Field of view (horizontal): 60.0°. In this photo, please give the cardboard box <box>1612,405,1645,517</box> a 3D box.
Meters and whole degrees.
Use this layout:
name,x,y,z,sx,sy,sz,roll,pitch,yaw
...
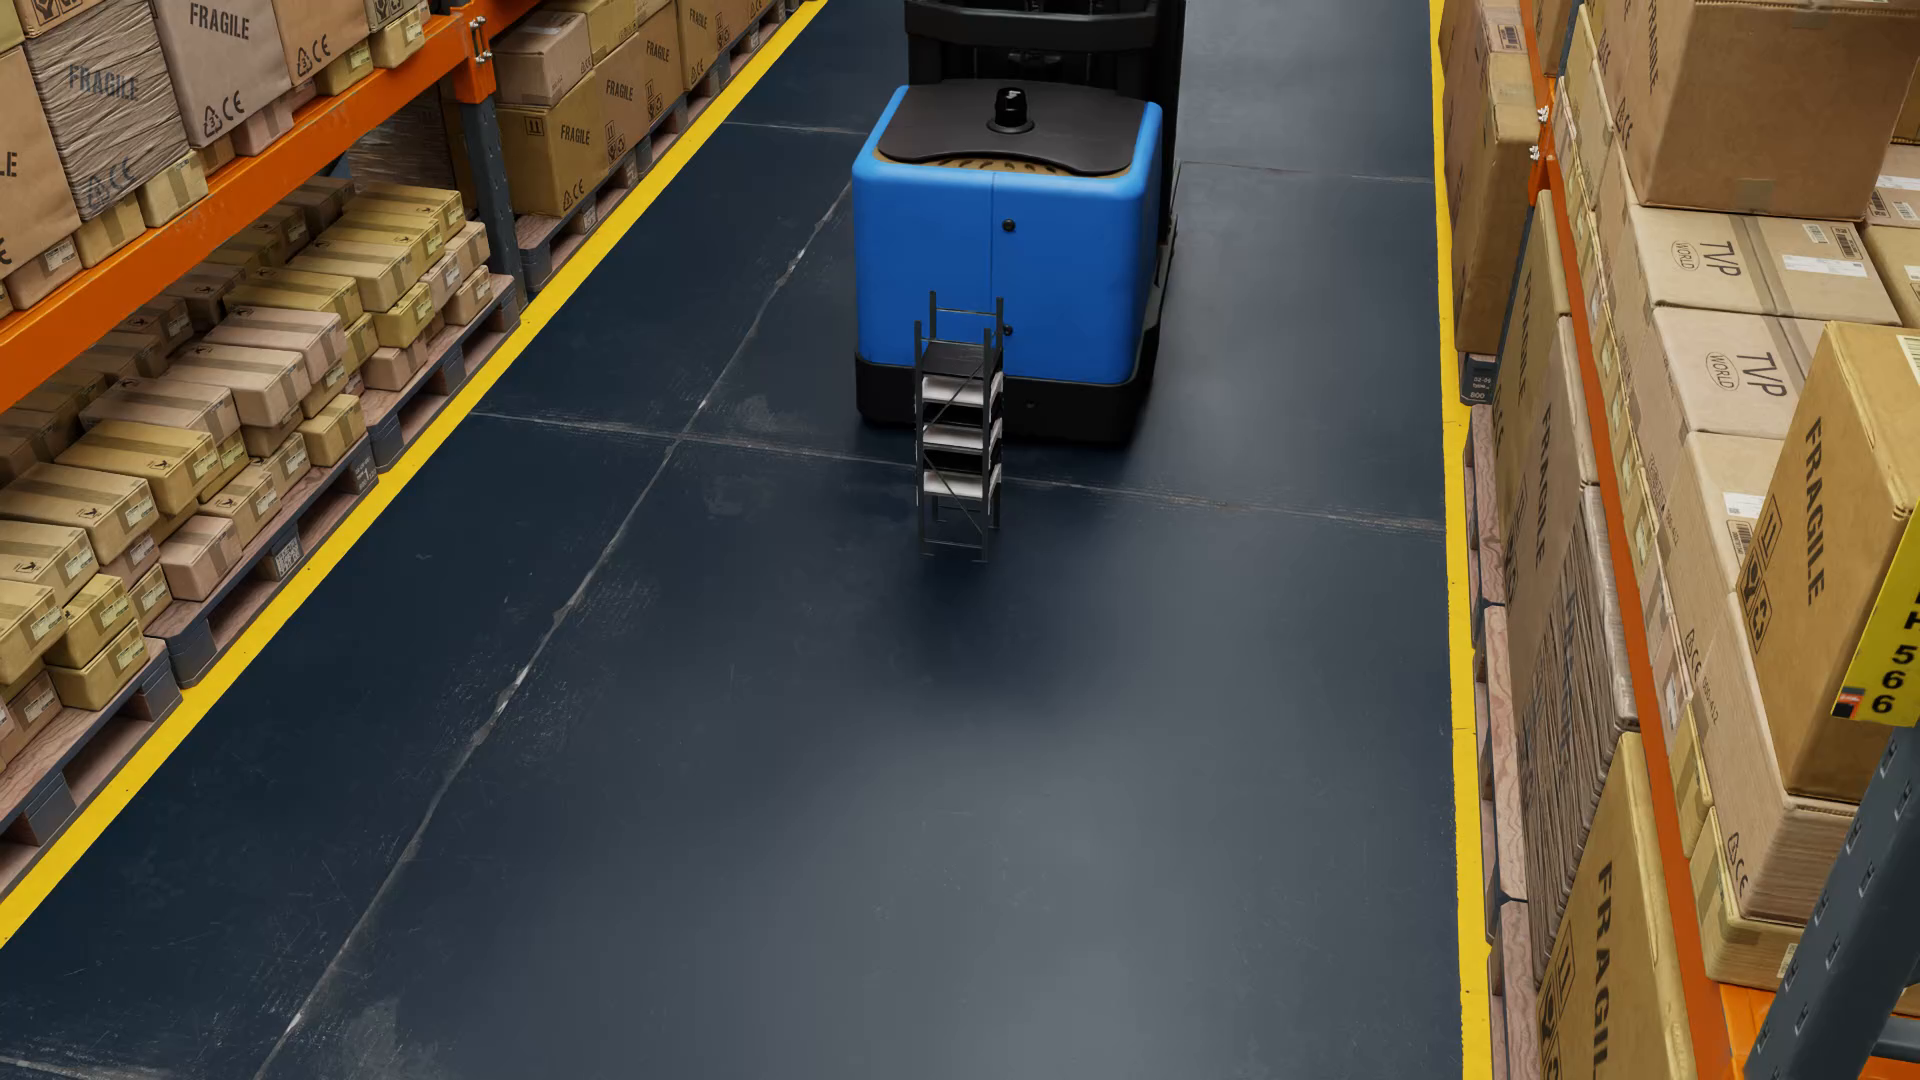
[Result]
name,x,y,z,sx,sy,sz,roll,pitch,yaw
cardboard box,1.644,-0.152,3.618,0.380,0.149,0.250,7,37,10

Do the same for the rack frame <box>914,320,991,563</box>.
name,x,y,z,sx,sy,sz,roll,pitch,yaw
rack frame,-0.023,-0.301,5.399,0.240,0.900,0.006,7,37,10

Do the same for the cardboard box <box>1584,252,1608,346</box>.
name,x,y,z,sx,sy,sz,roll,pitch,yaw
cardboard box,1.808,-0.595,4.229,0.380,0.149,0.250,8,37,11

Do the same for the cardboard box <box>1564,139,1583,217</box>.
name,x,y,z,sx,sy,sz,roll,pitch,yaw
cardboard box,1.973,-1.036,4.838,0.380,0.149,0.250,8,37,11

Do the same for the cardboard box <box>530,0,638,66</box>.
name,x,y,z,sx,sy,sz,roll,pitch,yaw
cardboard box,-1.824,-2.405,7.645,0.500,0.250,0.500,8,37,11

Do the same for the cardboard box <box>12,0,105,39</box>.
name,x,y,z,sx,sy,sz,roll,pitch,yaw
cardboard box,-2.510,-1.622,4.241,0.500,0.500,0.500,6,36,8

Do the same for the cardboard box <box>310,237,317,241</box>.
name,x,y,z,sx,sy,sz,roll,pitch,yaw
cardboard box,-2.741,-1.216,6.689,0.380,0.149,0.250,9,37,12

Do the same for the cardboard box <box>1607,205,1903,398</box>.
name,x,y,z,sx,sy,sz,roll,pitch,yaw
cardboard box,1.787,-0.527,3.795,0.500,0.250,0.500,7,37,10

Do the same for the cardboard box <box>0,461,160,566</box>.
name,x,y,z,sx,sy,sz,roll,pitch,yaw
cardboard box,-2.601,-0.080,4.869,0.380,0.149,0.250,9,37,12

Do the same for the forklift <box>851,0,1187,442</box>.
name,x,y,z,sx,sy,sz,roll,pitch,yaw
forklift,0.380,-2.406,6.572,1.130,2.935,3.031,6,36,8

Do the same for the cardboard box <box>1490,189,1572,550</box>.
name,x,y,z,sx,sy,sz,roll,pitch,yaw
cardboard box,2.254,-0.509,5.349,0.875,0.875,0.875,7,37,10

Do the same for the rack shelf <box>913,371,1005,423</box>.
name,x,y,z,sx,sy,sz,roll,pitch,yaw
rack shelf,-0.002,-0.478,5.393,0.258,0.077,0.200,7,37,10

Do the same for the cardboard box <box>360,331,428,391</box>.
name,x,y,z,sx,sy,sz,roll,pitch,yaw
cardboard box,-2.232,-0.697,6.227,0.380,0.149,0.250,6,36,8

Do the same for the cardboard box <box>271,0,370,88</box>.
name,x,y,z,sx,sy,sz,roll,pitch,yaw
cardboard box,-2.290,-1.798,5.336,0.500,0.500,0.500,6,36,9

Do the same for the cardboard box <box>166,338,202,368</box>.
name,x,y,z,sx,sy,sz,roll,pitch,yaw
cardboard box,-2.866,-0.606,5.848,0.380,0.149,0.250,9,37,12

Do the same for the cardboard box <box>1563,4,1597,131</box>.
name,x,y,z,sx,sy,sz,roll,pitch,yaw
cardboard box,2.117,-1.391,4.987,0.500,0.250,0.500,7,36,9

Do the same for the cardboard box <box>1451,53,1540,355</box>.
name,x,y,z,sx,sy,sz,roll,pitch,yaw
cardboard box,2.590,-1.247,6.367,1.225,0.875,0.875,7,37,10

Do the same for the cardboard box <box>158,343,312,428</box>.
name,x,y,z,sx,sy,sz,roll,pitch,yaw
cardboard box,-2.380,-0.510,5.462,0.380,0.149,0.250,6,36,8

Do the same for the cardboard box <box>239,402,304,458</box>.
name,x,y,z,sx,sy,sz,roll,pitch,yaw
cardboard box,-2.455,-0.419,5.590,0.380,0.149,0.250,6,36,8

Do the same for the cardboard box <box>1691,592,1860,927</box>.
name,x,y,z,sx,sy,sz,roll,pitch,yaw
cardboard box,1.463,0.355,2.579,0.500,0.250,0.500,7,36,9

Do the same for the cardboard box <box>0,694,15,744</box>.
name,x,y,z,sx,sy,sz,roll,pitch,yaw
cardboard box,-2.729,0.492,4.333,0.380,0.149,0.250,7,37,10

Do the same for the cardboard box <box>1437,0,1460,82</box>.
name,x,y,z,sx,sy,sz,roll,pitch,yaw
cardboard box,3.160,-2.777,8.479,1.225,0.875,0.875,6,36,8

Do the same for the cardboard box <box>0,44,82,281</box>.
name,x,y,z,sx,sy,sz,roll,pitch,yaw
cardboard box,-2.633,-0.927,4.134,0.500,0.500,0.500,8,37,11

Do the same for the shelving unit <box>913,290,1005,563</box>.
name,x,y,z,sx,sy,sz,roll,pitch,yaw
shelving unit,-0.002,-0.360,5.479,0.258,0.900,0.210,7,37,10

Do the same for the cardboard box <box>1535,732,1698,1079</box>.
name,x,y,z,sx,sy,sz,roll,pitch,yaw
cardboard box,1.677,1.039,3.213,0.875,0.875,0.875,7,37,10

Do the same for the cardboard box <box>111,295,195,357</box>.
name,x,y,z,sx,sy,sz,roll,pitch,yaw
cardboard box,-2.917,-0.742,5.783,0.380,0.149,0.250,8,37,11

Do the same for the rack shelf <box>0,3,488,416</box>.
name,x,y,z,sx,sy,sz,roll,pitch,yaw
rack shelf,-2.778,-0.809,4.924,1.077,0.370,4.000,7,37,10

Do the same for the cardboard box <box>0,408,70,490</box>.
name,x,y,z,sx,sy,sz,roll,pitch,yaw
cardboard box,-3.014,-0.286,5.153,0.380,0.149,0.250,6,36,8

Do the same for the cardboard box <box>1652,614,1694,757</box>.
name,x,y,z,sx,sy,sz,roll,pitch,yaw
cardboard box,1.482,0.288,3.010,0.380,0.149,0.250,7,37,10

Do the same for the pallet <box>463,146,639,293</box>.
name,x,y,z,sx,sy,sz,roll,pitch,yaw
pallet,-2.186,-1.565,7.729,1.003,0.211,1.213,7,37,10

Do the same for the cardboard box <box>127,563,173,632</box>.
name,x,y,z,sx,sy,sz,roll,pitch,yaw
cardboard box,-2.635,0.176,5.023,0.380,0.149,0.250,7,37,10

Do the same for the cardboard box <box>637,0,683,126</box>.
name,x,y,z,sx,sy,sz,roll,pitch,yaw
cardboard box,-1.724,-2.401,8.279,0.500,0.500,0.500,8,37,11

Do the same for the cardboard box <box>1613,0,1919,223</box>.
name,x,y,z,sx,sy,sz,roll,pitch,yaw
cardboard box,1.902,-1.108,3.958,0.500,0.500,0.500,6,36,8

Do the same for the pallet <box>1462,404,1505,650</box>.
name,x,y,z,sx,sy,sz,roll,pitch,yaw
pallet,2.234,-0.012,5.587,1.003,0.211,1.213,7,37,10

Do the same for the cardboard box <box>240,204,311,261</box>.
name,x,y,z,sx,sy,sz,roll,pitch,yaw
cardboard box,-2.744,-1.182,6.389,0.380,0.149,0.250,9,37,12

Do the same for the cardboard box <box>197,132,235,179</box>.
name,x,y,z,sx,sy,sz,roll,pitch,yaw
cardboard box,-2.462,-1.202,5.066,0.380,0.149,0.250,7,36,9

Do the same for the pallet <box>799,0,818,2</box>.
name,x,y,z,sx,sy,sz,roll,pitch,yaw
pallet,-1.255,-3.854,10.887,1.003,0.211,1.213,7,37,10

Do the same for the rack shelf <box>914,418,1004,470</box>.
name,x,y,z,sx,sy,sz,roll,pitch,yaw
rack shelf,-0.002,-0.333,5.499,0.258,0.077,0.200,7,37,10

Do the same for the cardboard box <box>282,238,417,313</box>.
name,x,y,z,sx,sy,sz,roll,pitch,yaw
cardboard box,-2.235,-0.972,6.100,0.380,0.149,0.250,7,37,10

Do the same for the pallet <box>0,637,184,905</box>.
name,x,y,z,sx,sy,sz,roll,pitch,yaw
pallet,-2.981,0.670,4.645,1.003,0.211,1.213,7,37,10

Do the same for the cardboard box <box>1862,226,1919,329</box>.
name,x,y,z,sx,sy,sz,roll,pitch,yaw
cardboard box,2.307,-0.462,3.705,0.500,0.250,0.500,7,36,9

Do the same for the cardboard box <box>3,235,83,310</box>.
name,x,y,z,sx,sy,sz,roll,pitch,yaw
cardboard box,-2.609,-0.752,4.445,0.380,0.149,0.250,7,36,9

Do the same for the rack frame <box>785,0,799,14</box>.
name,x,y,z,sx,sy,sz,roll,pitch,yaw
rack frame,-1.497,-4.540,9.458,1.000,3.000,0.127,7,37,10

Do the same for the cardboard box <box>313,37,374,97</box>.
name,x,y,z,sx,sy,sz,roll,pitch,yaw
cardboard box,-2.247,-1.645,5.678,0.380,0.149,0.250,9,37,12

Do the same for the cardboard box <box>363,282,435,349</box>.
name,x,y,z,sx,sy,sz,roll,pitch,yaw
cardboard box,-2.193,-0.850,6.185,0.380,0.149,0.250,6,36,8

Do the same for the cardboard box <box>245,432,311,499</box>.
name,x,y,z,sx,sy,sz,roll,pitch,yaw
cardboard box,-2.444,-0.261,5.625,0.380,0.149,0.250,8,37,11

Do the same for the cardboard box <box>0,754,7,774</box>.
name,x,y,z,sx,sy,sz,roll,pitch,yaw
cardboard box,-2.805,0.610,4.424,0.380,0.149,0.250,7,37,10

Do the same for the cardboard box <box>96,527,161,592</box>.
name,x,y,z,sx,sy,sz,roll,pitch,yaw
cardboard box,-2.639,0.043,4.953,0.380,0.149,0.250,6,36,8

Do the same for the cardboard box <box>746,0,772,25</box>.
name,x,y,z,sx,sy,sz,roll,pitch,yaw
cardboard box,-1.382,-3.288,9.503,0.500,0.500,0.500,7,37,10
